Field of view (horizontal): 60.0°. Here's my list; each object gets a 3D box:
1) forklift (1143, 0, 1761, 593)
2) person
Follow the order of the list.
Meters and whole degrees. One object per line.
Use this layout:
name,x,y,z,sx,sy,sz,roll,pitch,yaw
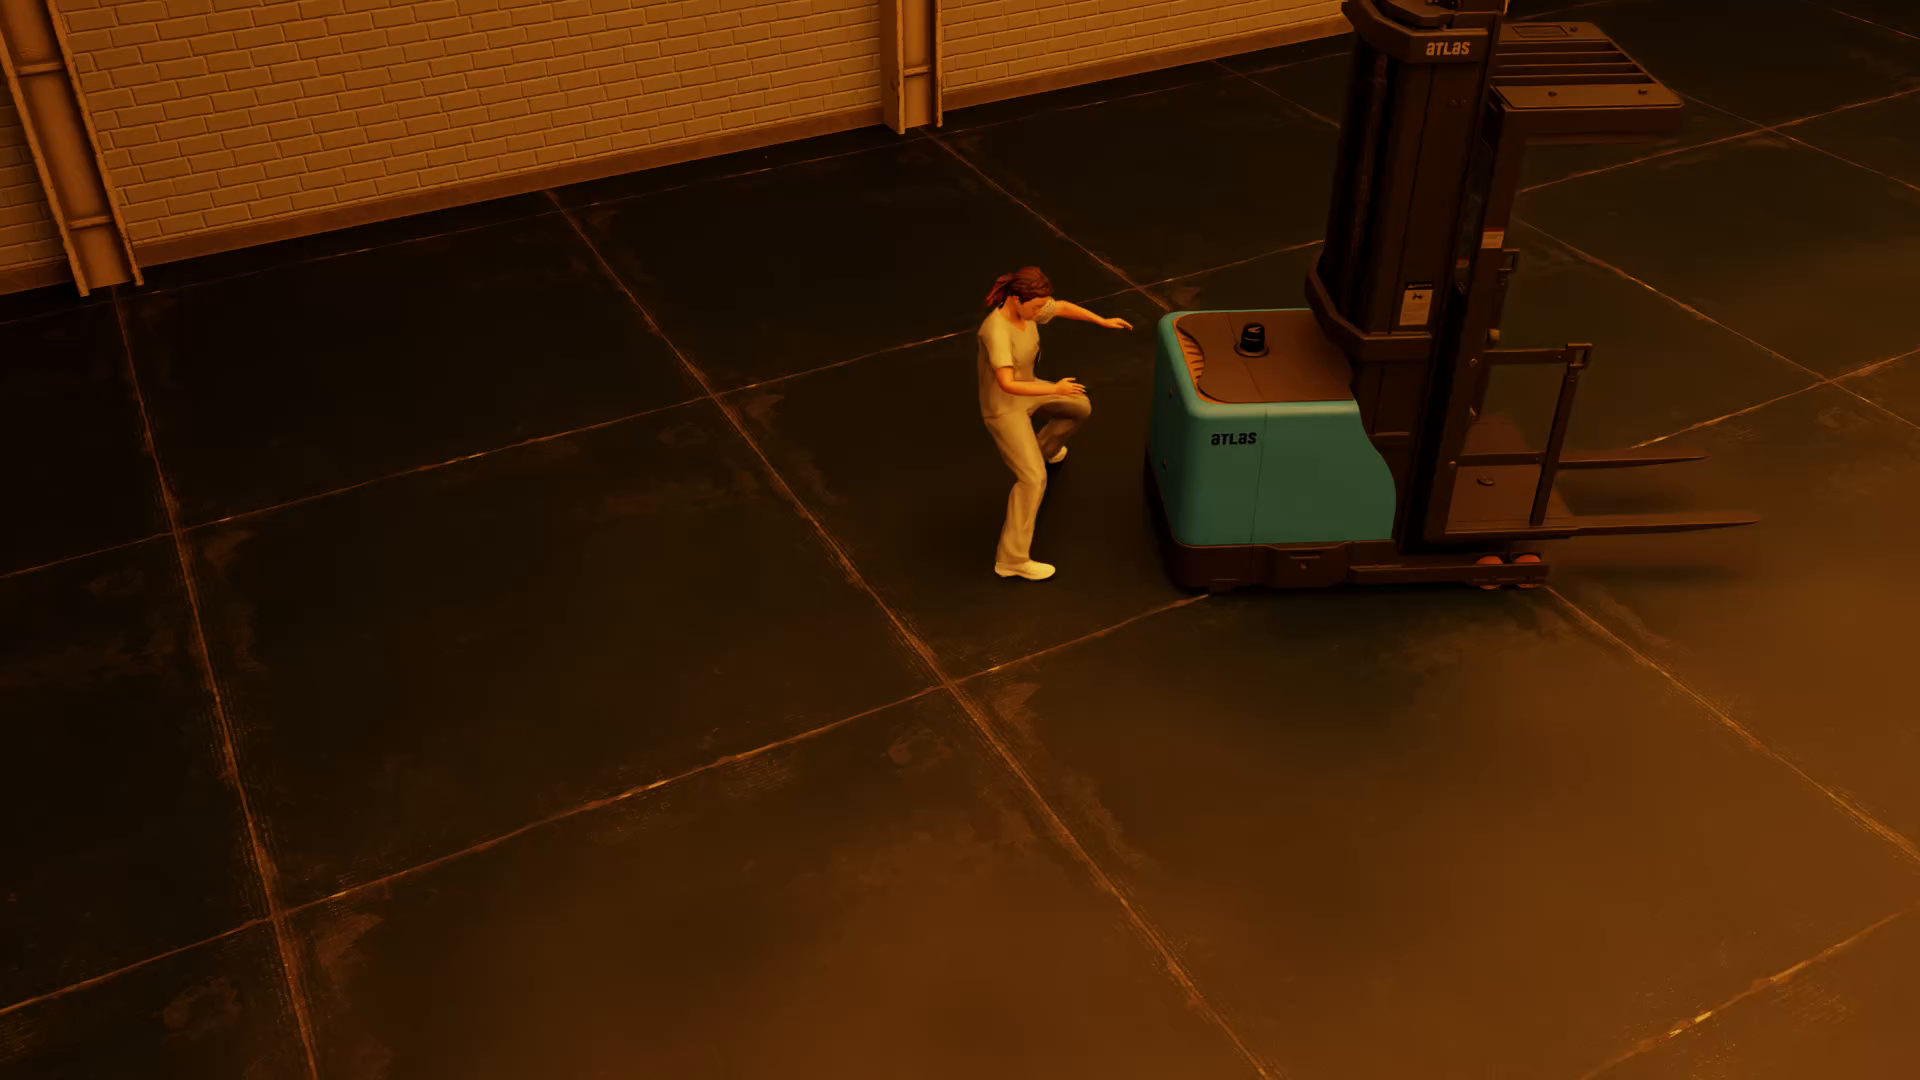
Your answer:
forklift,2.526,-1.255,7.899,3.031,2.935,1.130,-2,35,-3
person,0.425,-0.721,8.422,0.632,1.454,1.173,18,39,24
